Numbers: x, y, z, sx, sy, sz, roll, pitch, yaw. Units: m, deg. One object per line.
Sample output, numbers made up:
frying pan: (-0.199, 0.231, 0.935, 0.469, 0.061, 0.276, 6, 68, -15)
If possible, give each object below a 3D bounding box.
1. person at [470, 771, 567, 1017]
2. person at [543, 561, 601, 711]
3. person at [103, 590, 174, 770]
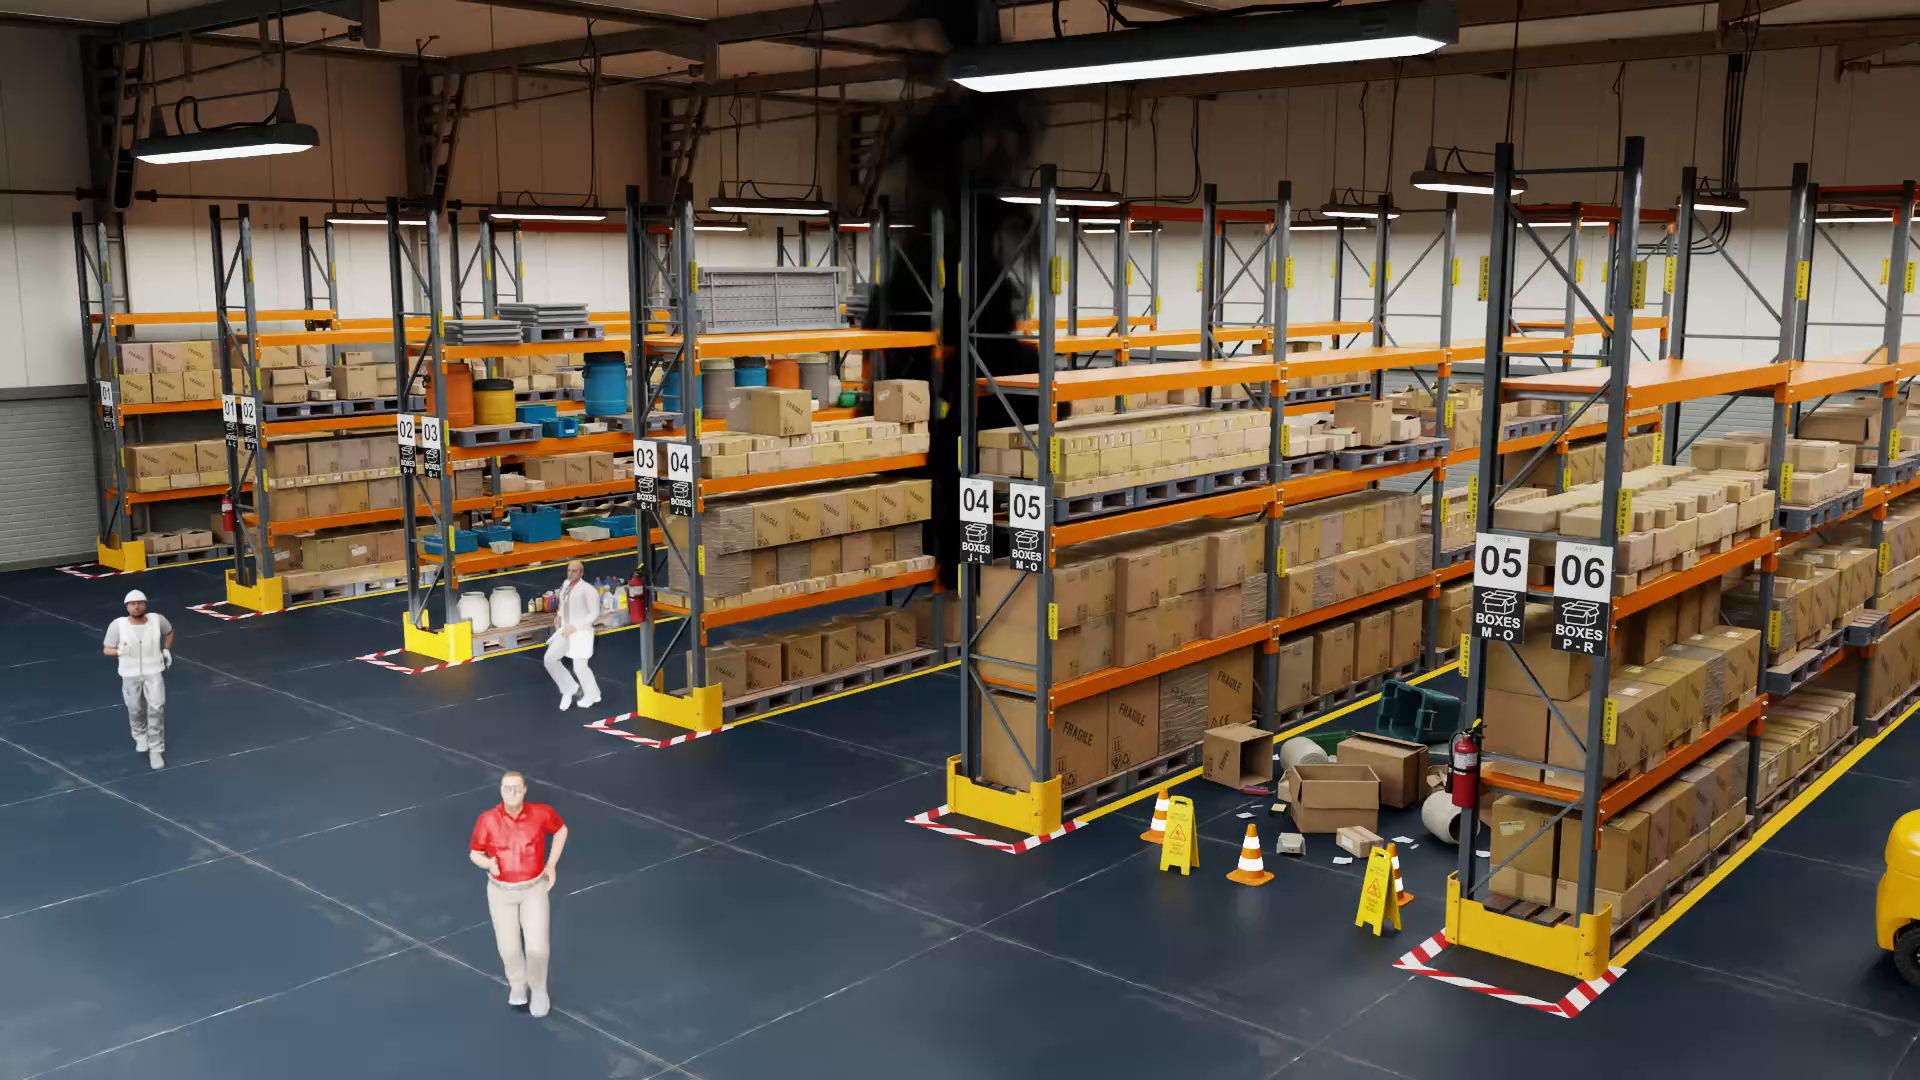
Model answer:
person: (-3.027, 2.463, 11.429, 0.643, 1.752, 0.676, -2, 10, -10)
person: (-4.478, 1.112, 19.341, 0.726, 1.772, 0.676, 7, 12, 35)
person: (-8.490, 1.419, 17.256, 0.668, 1.820, 0.801, -5, 11, -26)
